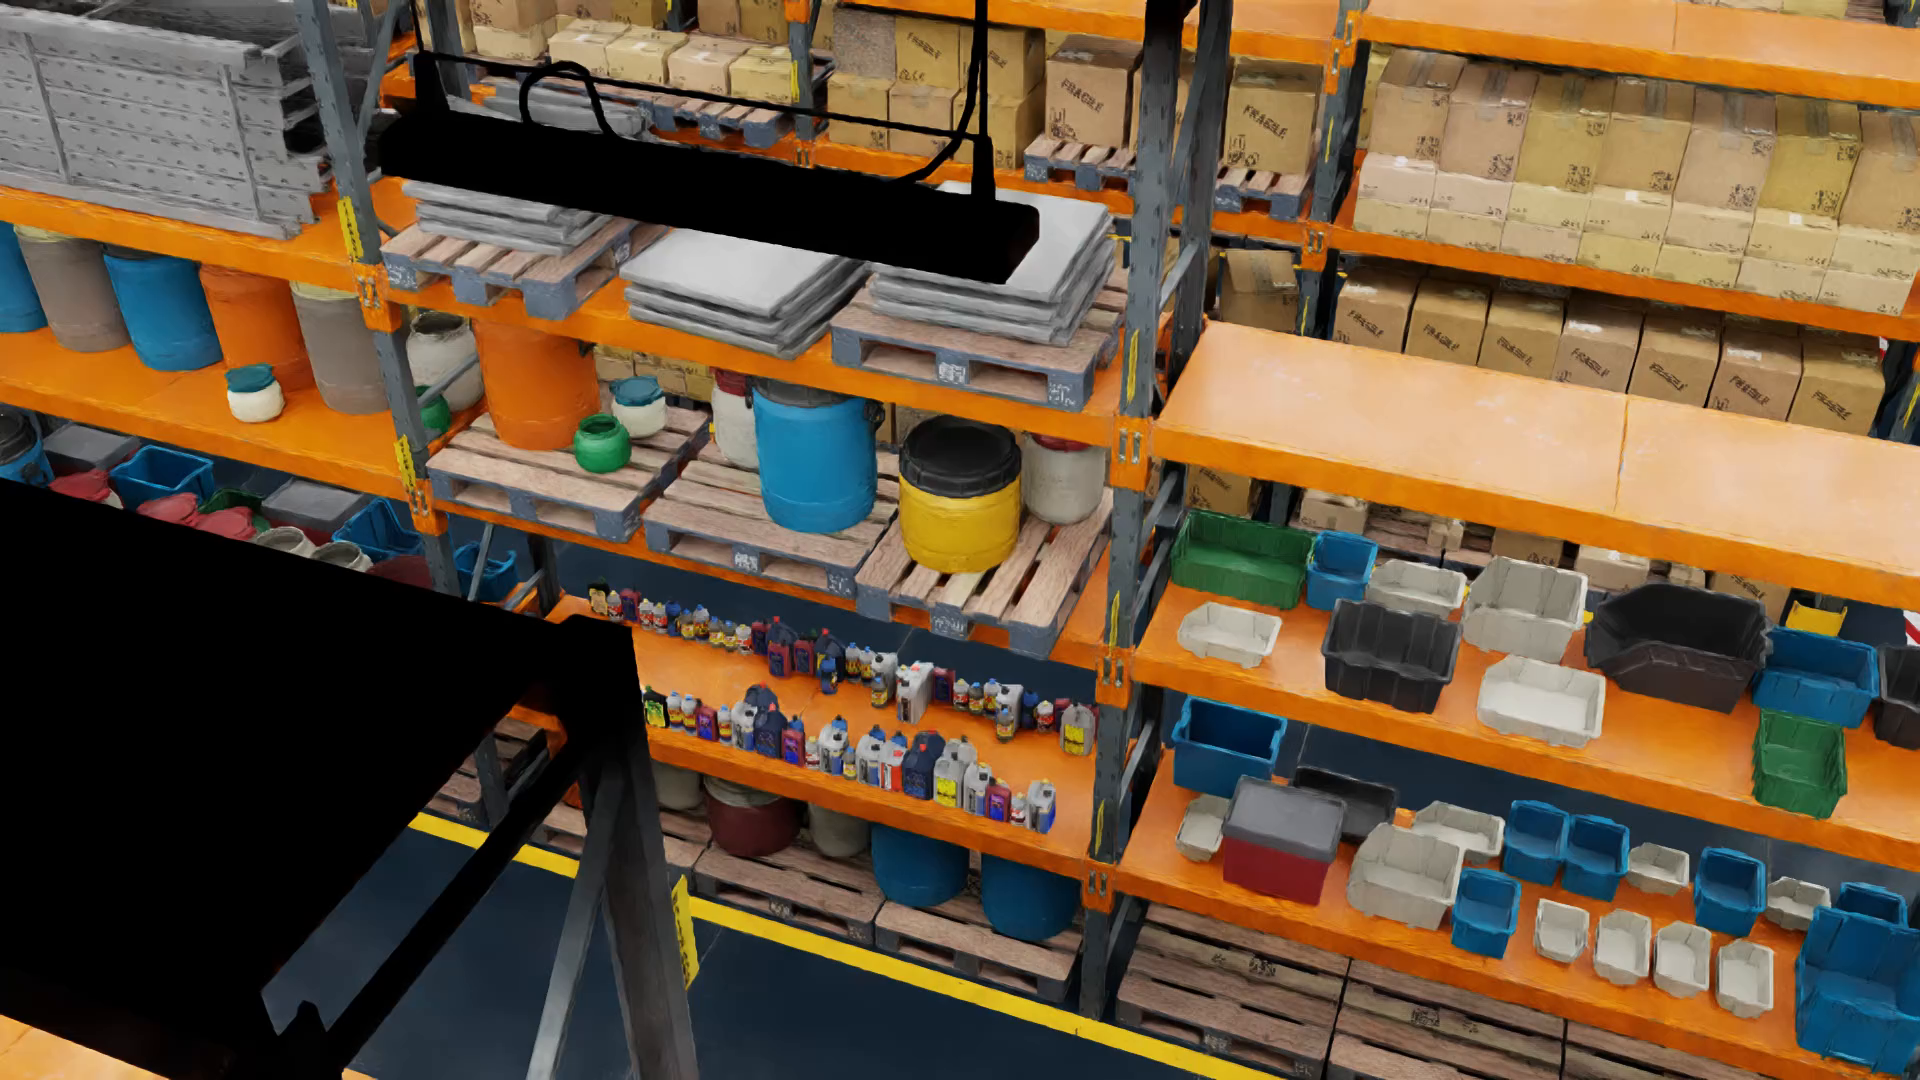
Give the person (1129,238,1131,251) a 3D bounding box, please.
[{"bbox_3d":[1.698,-2.444,15.244,1.122,1.704,0.566,14,39,18],"label":"person"}]
